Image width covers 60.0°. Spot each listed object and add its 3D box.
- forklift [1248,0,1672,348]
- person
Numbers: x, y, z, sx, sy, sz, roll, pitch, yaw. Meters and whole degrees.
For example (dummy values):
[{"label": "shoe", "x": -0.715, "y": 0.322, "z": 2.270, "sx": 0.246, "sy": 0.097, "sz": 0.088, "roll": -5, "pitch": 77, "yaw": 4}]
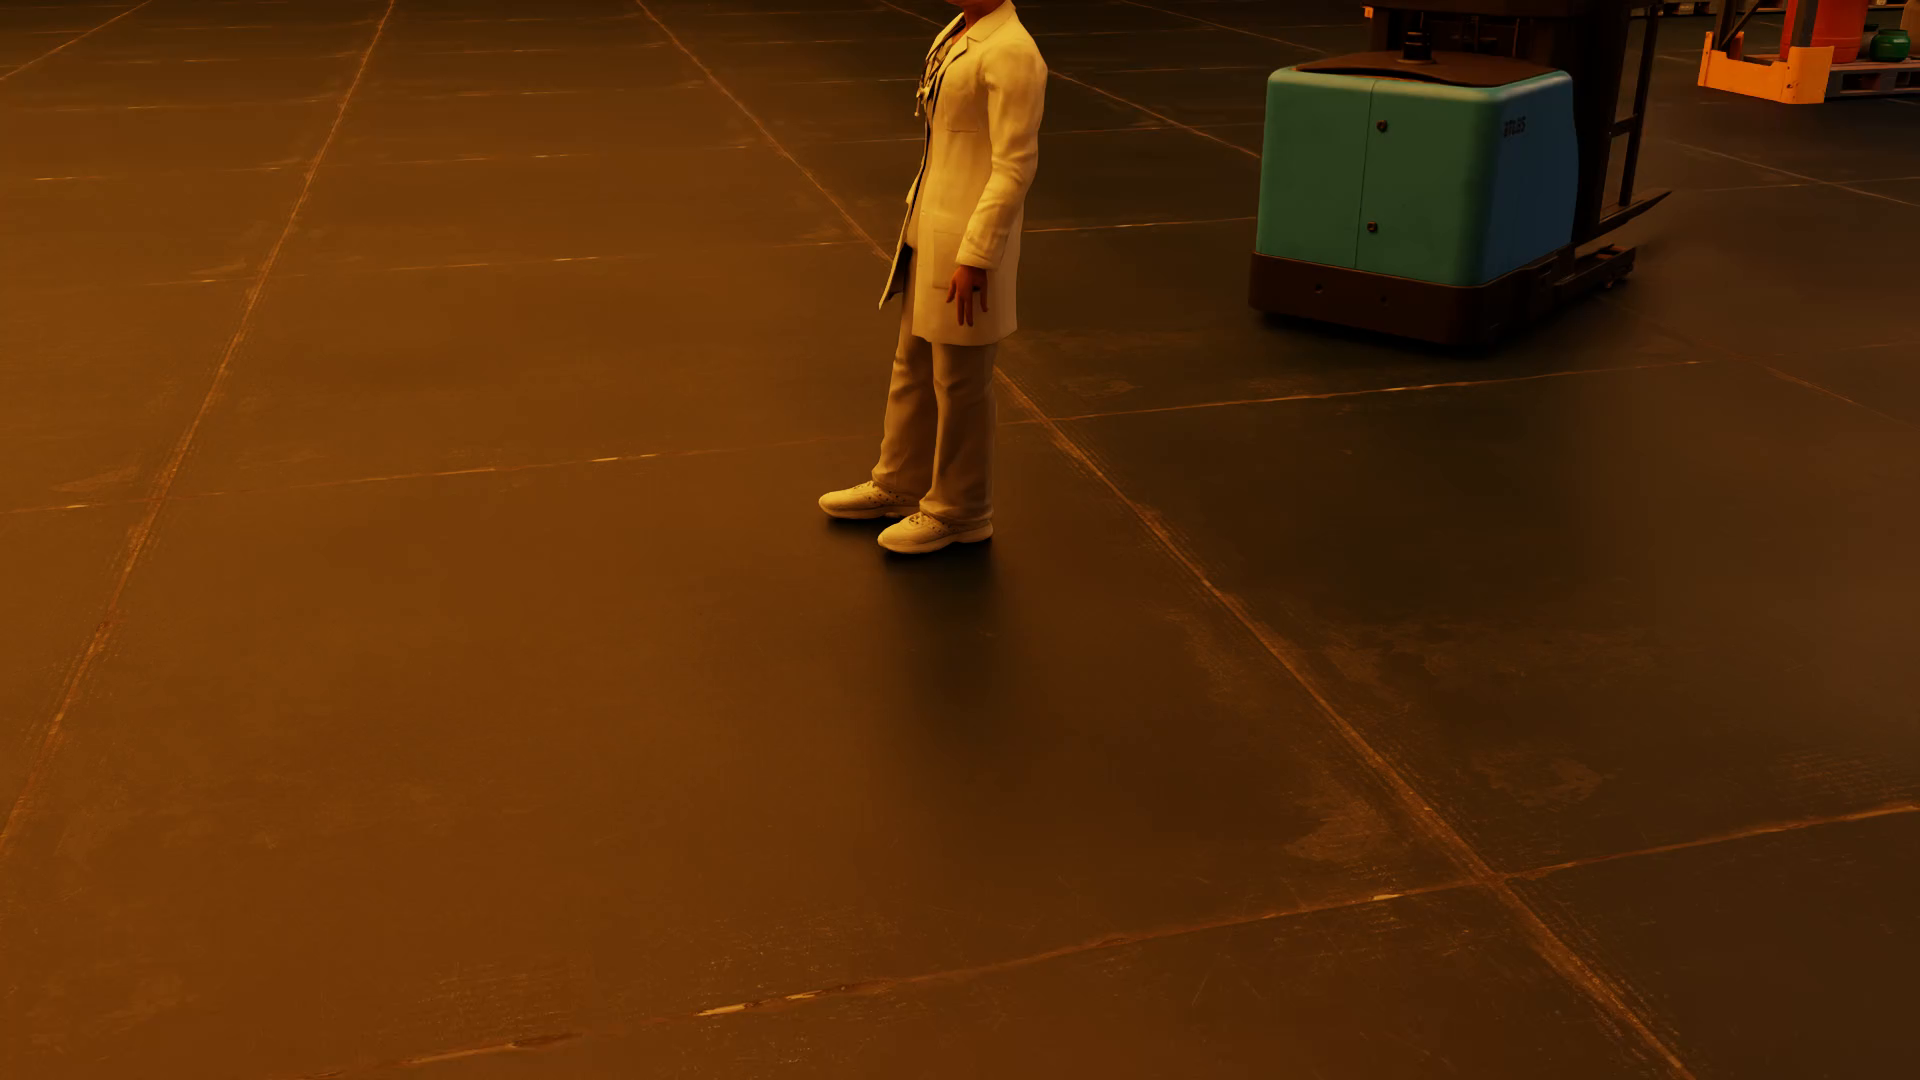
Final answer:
[{"label": "forklift", "x": 2.583, "y": -2.638, "z": 7.507, "sx": 1.130, "sy": 2.935, "sz": 3.031, "roll": 18, "pitch": 29, "yaw": 35}, {"label": "person", "x": -0.089, "y": -0.816, "z": 4.683, "sx": 0.578, "sy": 1.777, "sz": 0.696, "roll": -6, "pitch": 24, "yaw": -14}]
